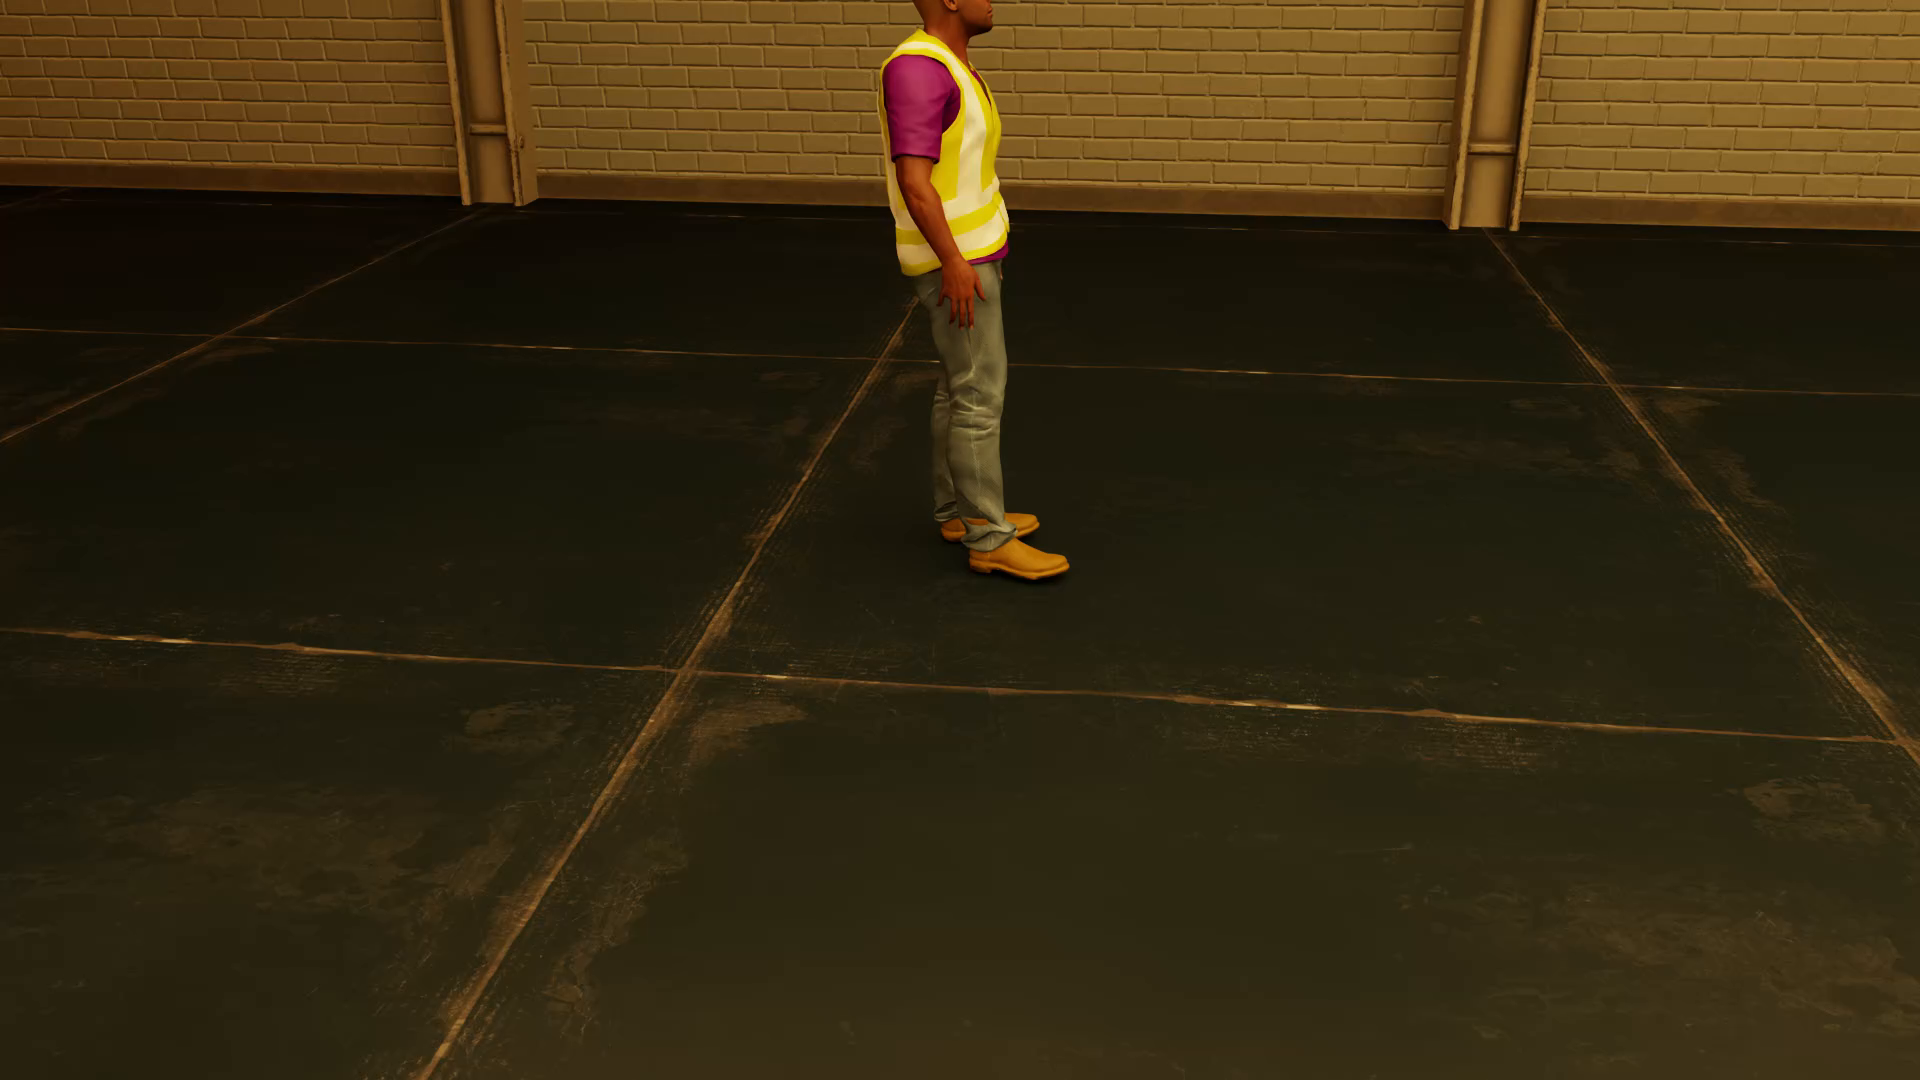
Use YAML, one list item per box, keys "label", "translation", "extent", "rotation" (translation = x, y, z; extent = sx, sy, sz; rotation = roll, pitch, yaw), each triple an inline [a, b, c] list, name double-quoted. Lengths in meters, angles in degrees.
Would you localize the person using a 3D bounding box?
- label: "person"
  translation: [0.068, -0.821, 4.831]
  extent: [0.577, 1.765, 0.665]
  rotation: [3, 22, 7]
